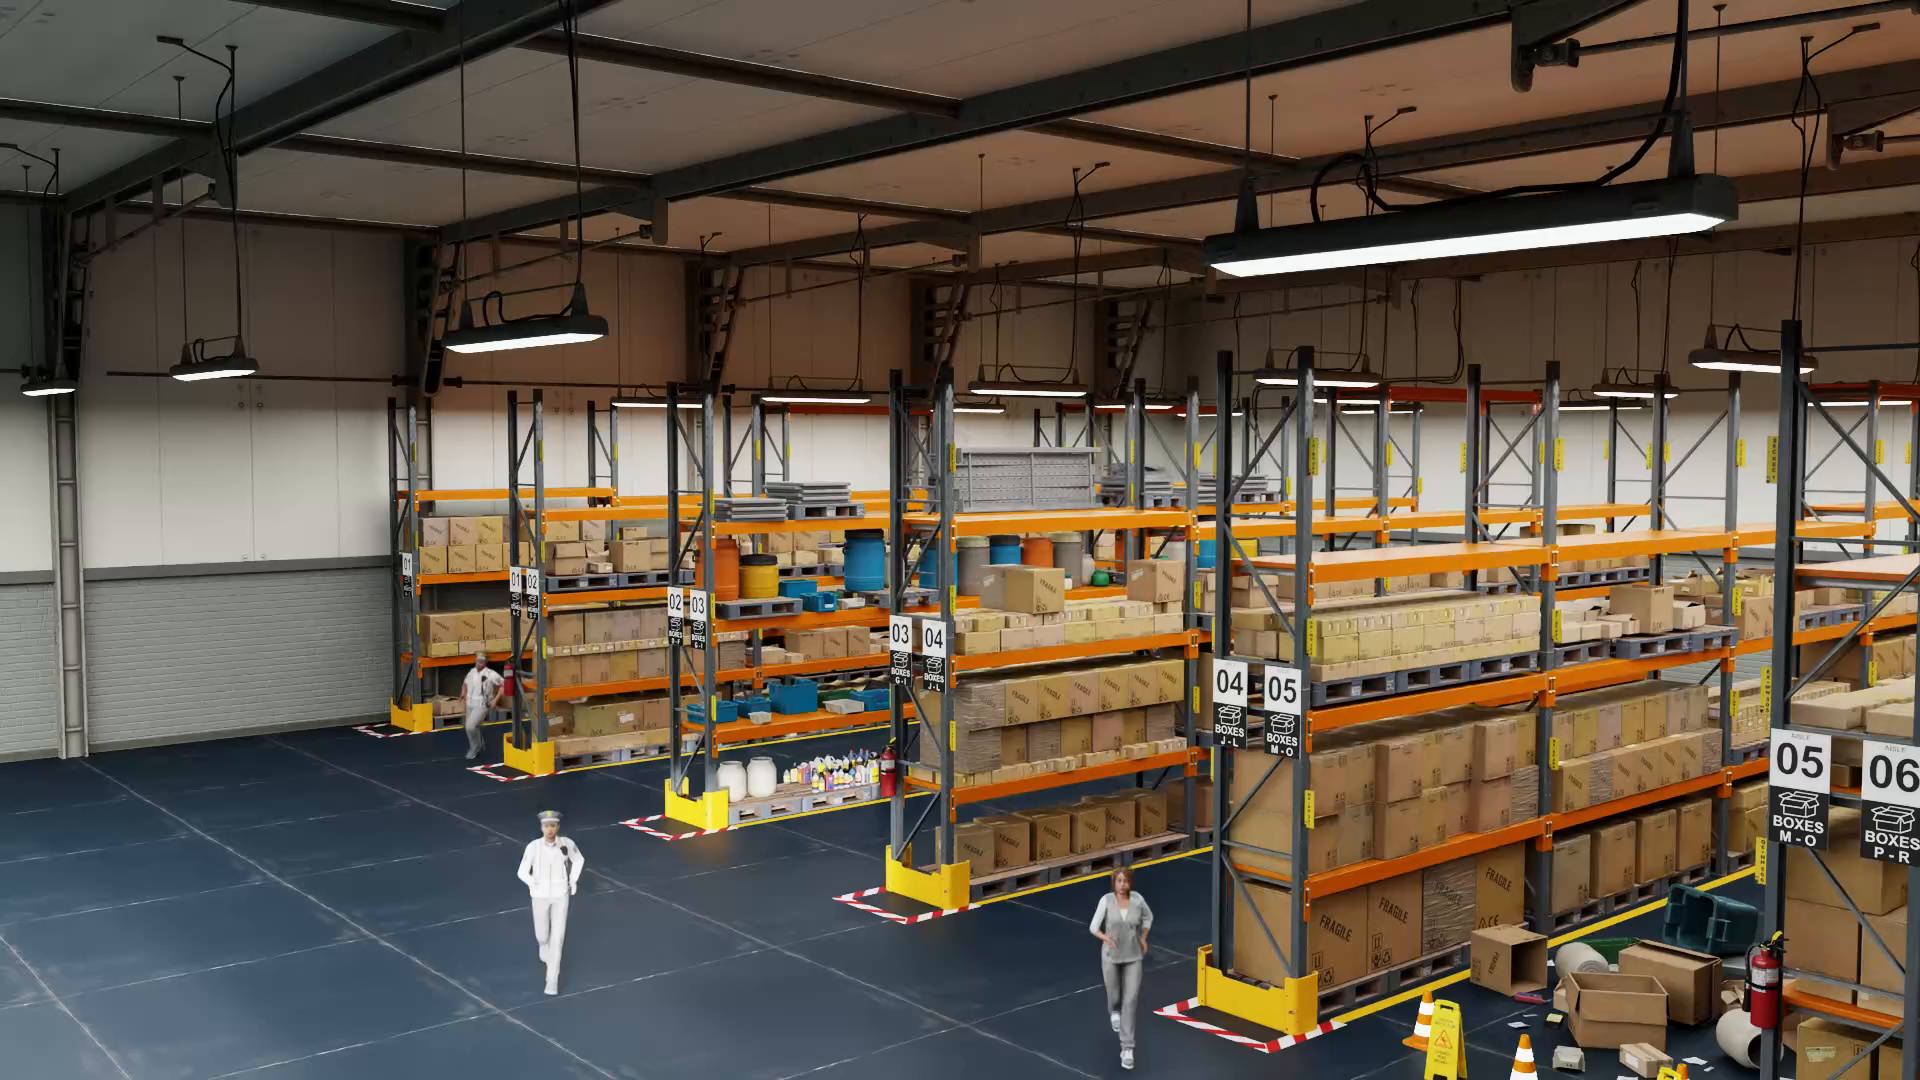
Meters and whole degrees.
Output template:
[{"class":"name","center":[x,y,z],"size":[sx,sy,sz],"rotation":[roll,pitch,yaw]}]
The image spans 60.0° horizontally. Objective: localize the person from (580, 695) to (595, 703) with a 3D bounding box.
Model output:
[{"class":"person","center":[-6.467,2.596,28.944],"size":[0.589,1.737,0.669],"rotation":[-3,5,-44]}]

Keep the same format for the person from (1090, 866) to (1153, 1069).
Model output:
[{"class":"person","center":[1.363,3.533,14.013],"size":[0.543,1.583,0.880],"rotation":[0,3,2]}]

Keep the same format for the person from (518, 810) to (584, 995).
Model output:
[{"class":"person","center":[-3.886,3.388,15.833],"size":[0.618,1.669,0.890],"rotation":[-1,3,-14]}]

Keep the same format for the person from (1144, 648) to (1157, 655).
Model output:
[{"class":"person","center":[3.656,2.387,32.357],"size":[0.677,1.821,0.807],"rotation":[3,4,39]}]

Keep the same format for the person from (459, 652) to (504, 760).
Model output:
[{"class":"person","center":[-7.869,2.721,27.260],"size":[0.722,1.791,0.668],"rotation":[2,4,28]}]
